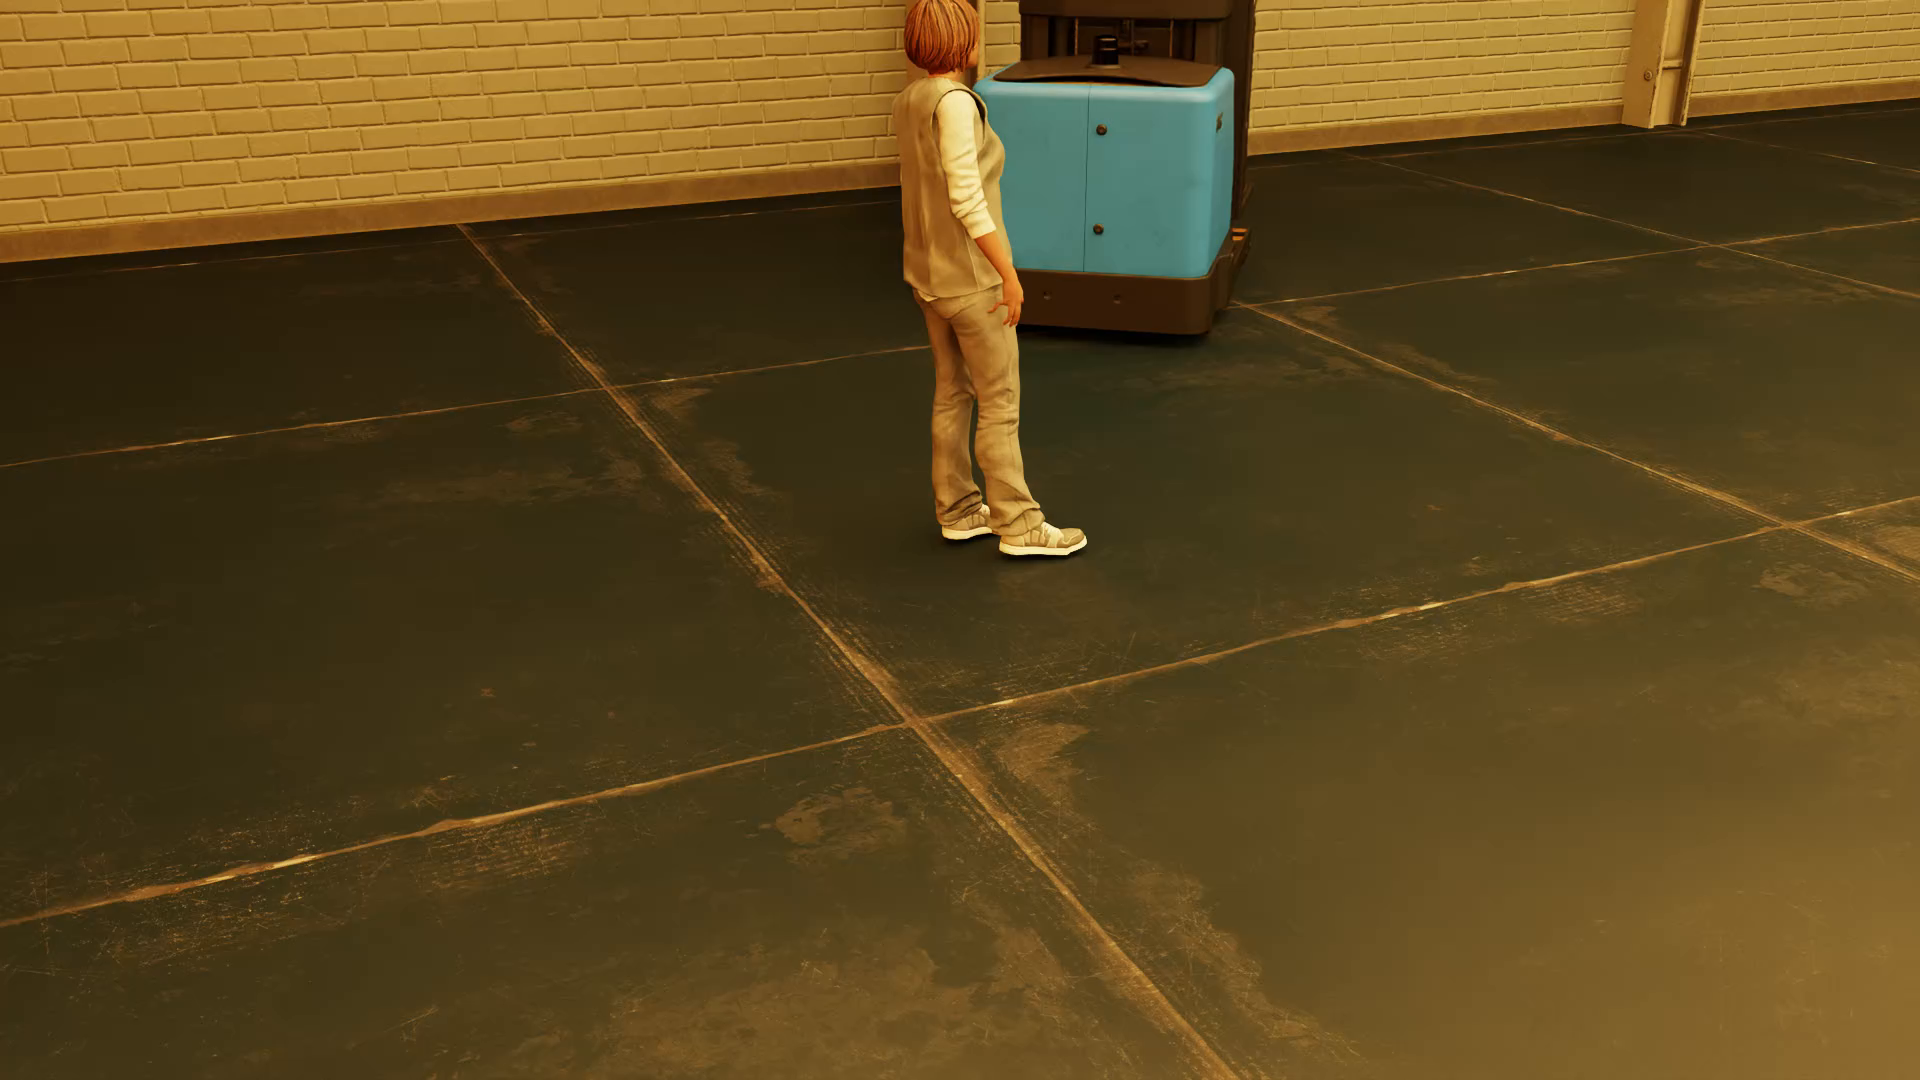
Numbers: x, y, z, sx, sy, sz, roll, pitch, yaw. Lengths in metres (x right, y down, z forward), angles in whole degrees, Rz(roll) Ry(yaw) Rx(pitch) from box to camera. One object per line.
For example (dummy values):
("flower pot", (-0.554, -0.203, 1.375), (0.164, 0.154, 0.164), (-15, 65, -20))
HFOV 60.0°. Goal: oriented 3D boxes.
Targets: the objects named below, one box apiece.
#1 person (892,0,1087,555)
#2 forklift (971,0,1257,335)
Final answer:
("person", (0.073, -0.748, 4.816), (0.475, 1.590, 0.521), (-10, 25, -23))
("forklift", (0.886, -2.752, 7.911), (1.130, 2.935, 3.031), (5, 23, 13))
